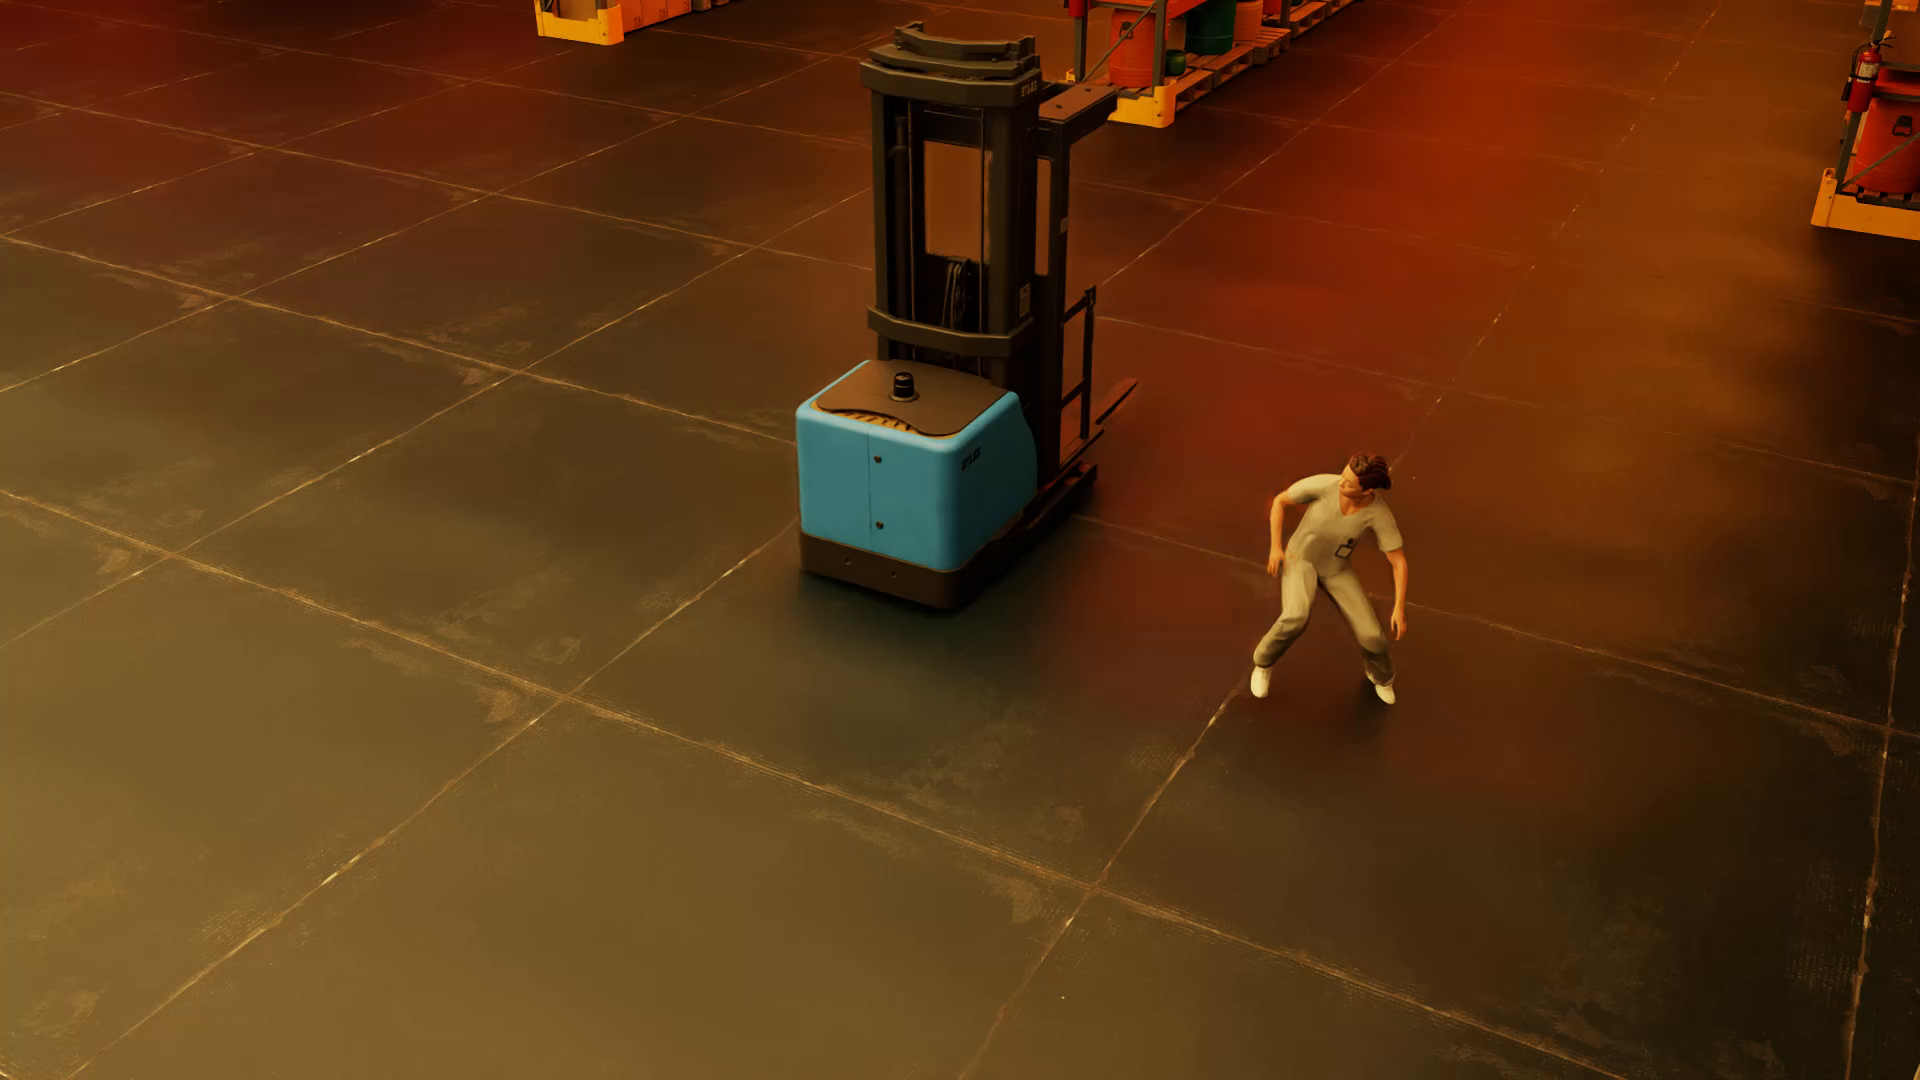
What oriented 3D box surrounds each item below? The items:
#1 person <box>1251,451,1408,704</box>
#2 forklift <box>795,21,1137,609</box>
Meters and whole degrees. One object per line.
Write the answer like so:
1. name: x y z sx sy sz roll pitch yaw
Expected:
1. person: 1.878 0.194 8.297 0.764 1.446 0.597 2 30 4
2. forklift: 0.216 -1.598 9.839 1.130 2.935 3.031 15 33 24
